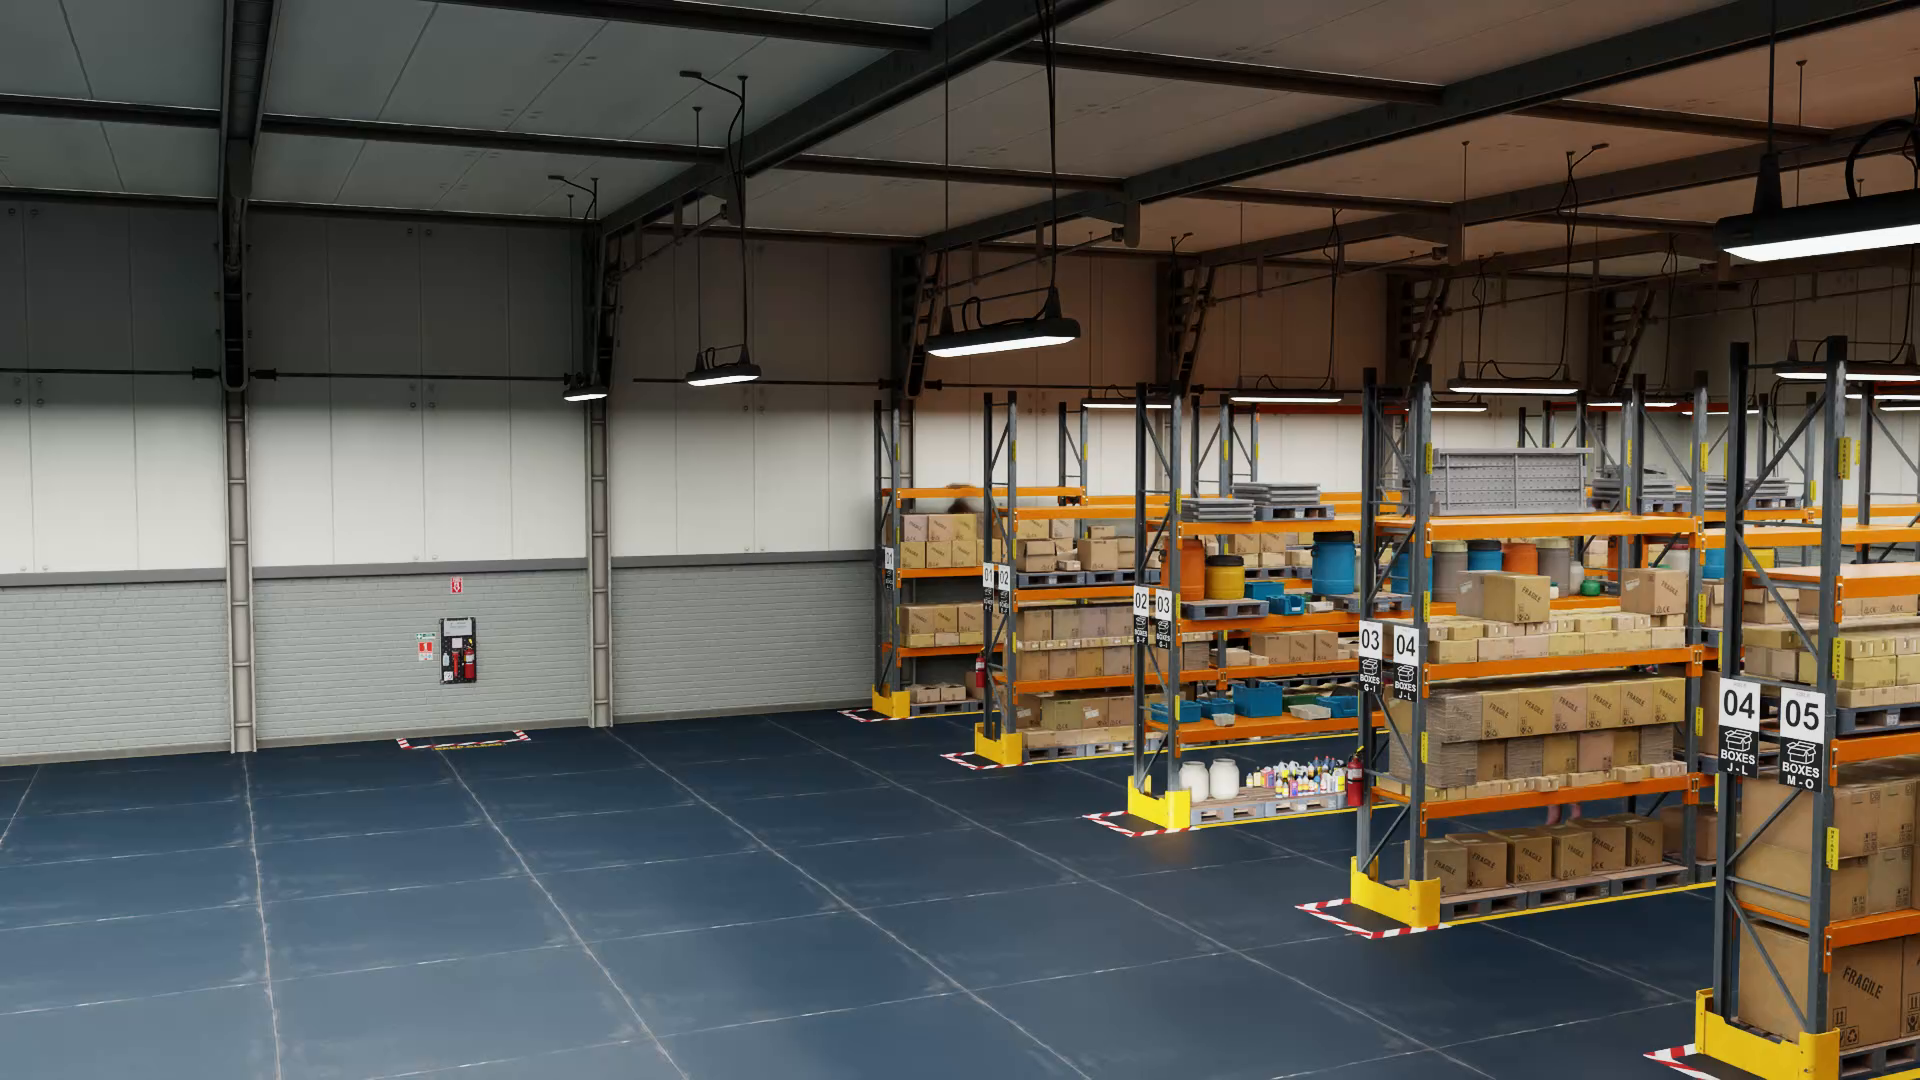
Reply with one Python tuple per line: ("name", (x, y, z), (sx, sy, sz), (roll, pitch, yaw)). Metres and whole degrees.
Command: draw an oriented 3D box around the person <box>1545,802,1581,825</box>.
("person", (7.779, 3.091, 21.373), (0.452, 1.651, 0.612), (-1, 3, -15))
